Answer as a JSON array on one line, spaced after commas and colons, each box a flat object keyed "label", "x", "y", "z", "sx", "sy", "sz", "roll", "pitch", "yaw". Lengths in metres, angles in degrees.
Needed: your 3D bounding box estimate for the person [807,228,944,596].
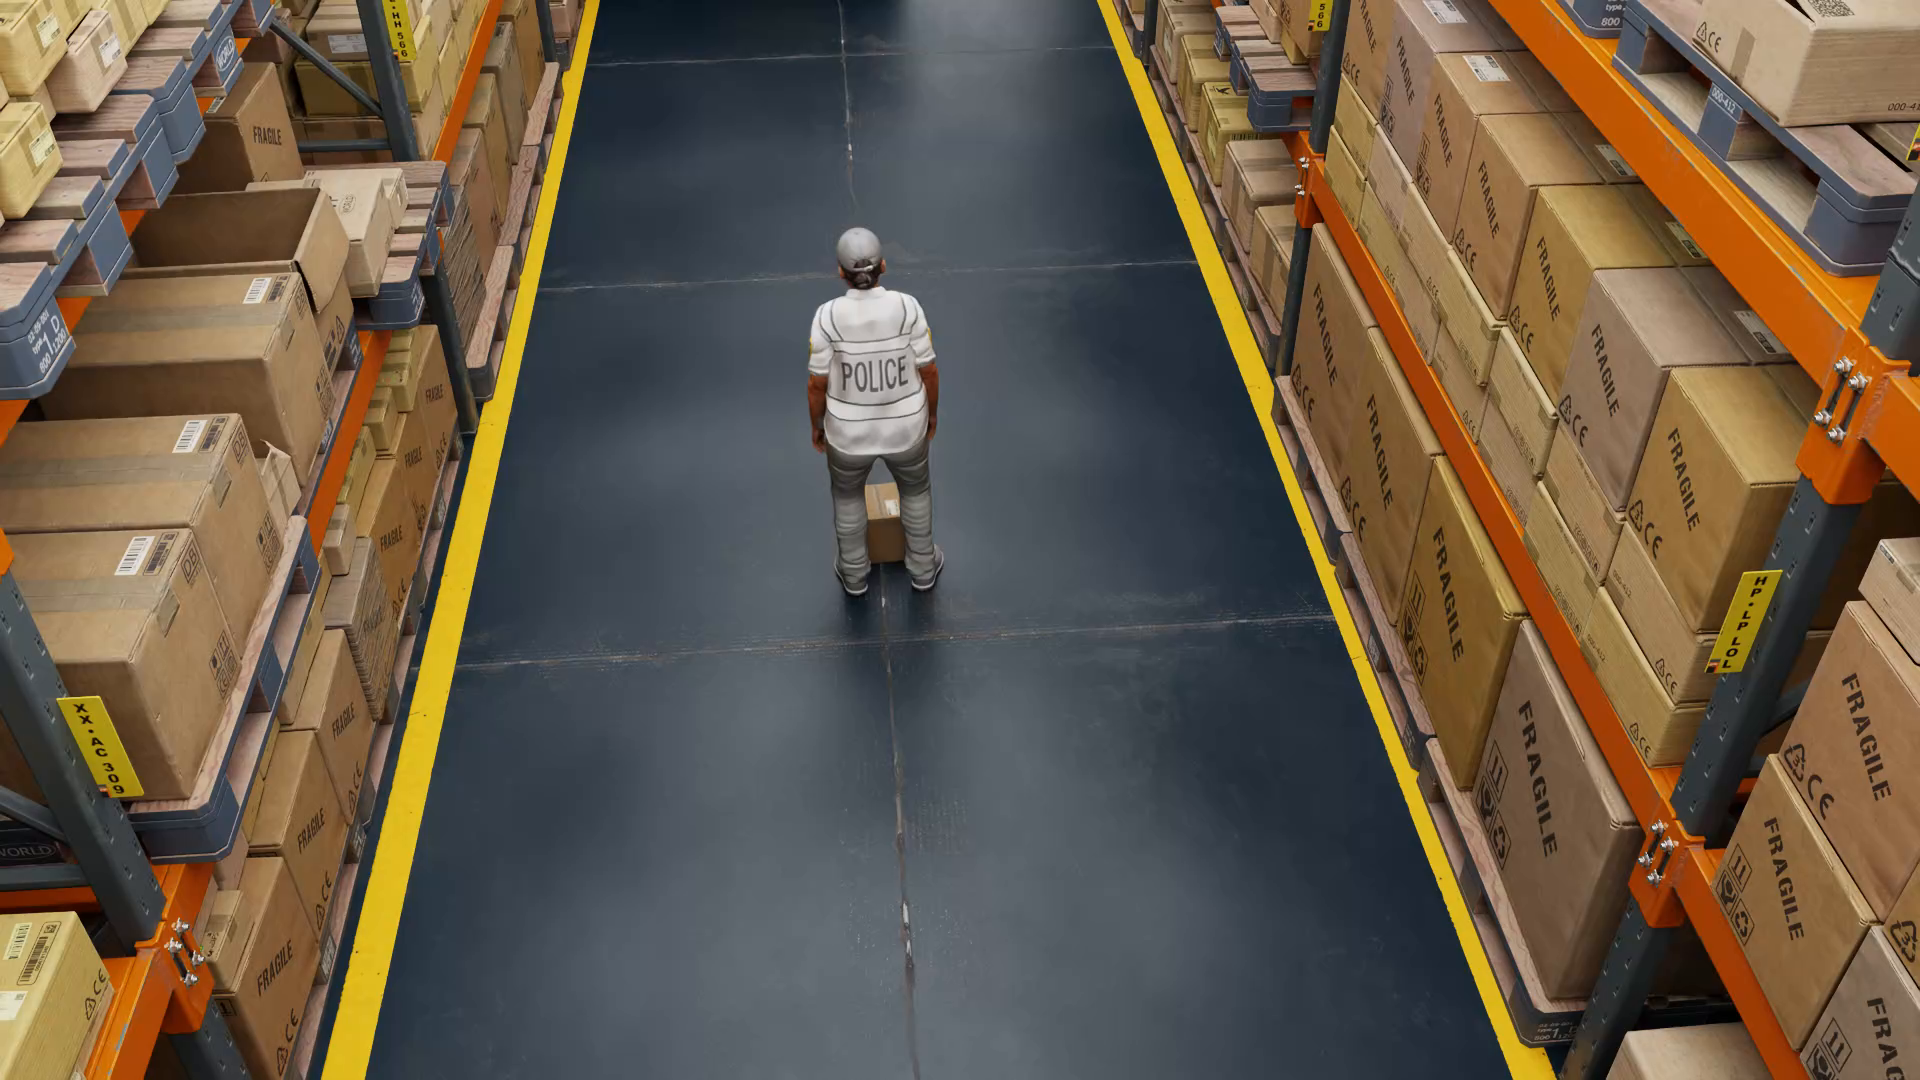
[{"label": "person", "x": -0.336, "y": -0.487, "z": 6.744, "sx": 0.553, "sy": 1.665, "sz": 0.457, "roll": -5, "pitch": 40, "yaw": -6}]
